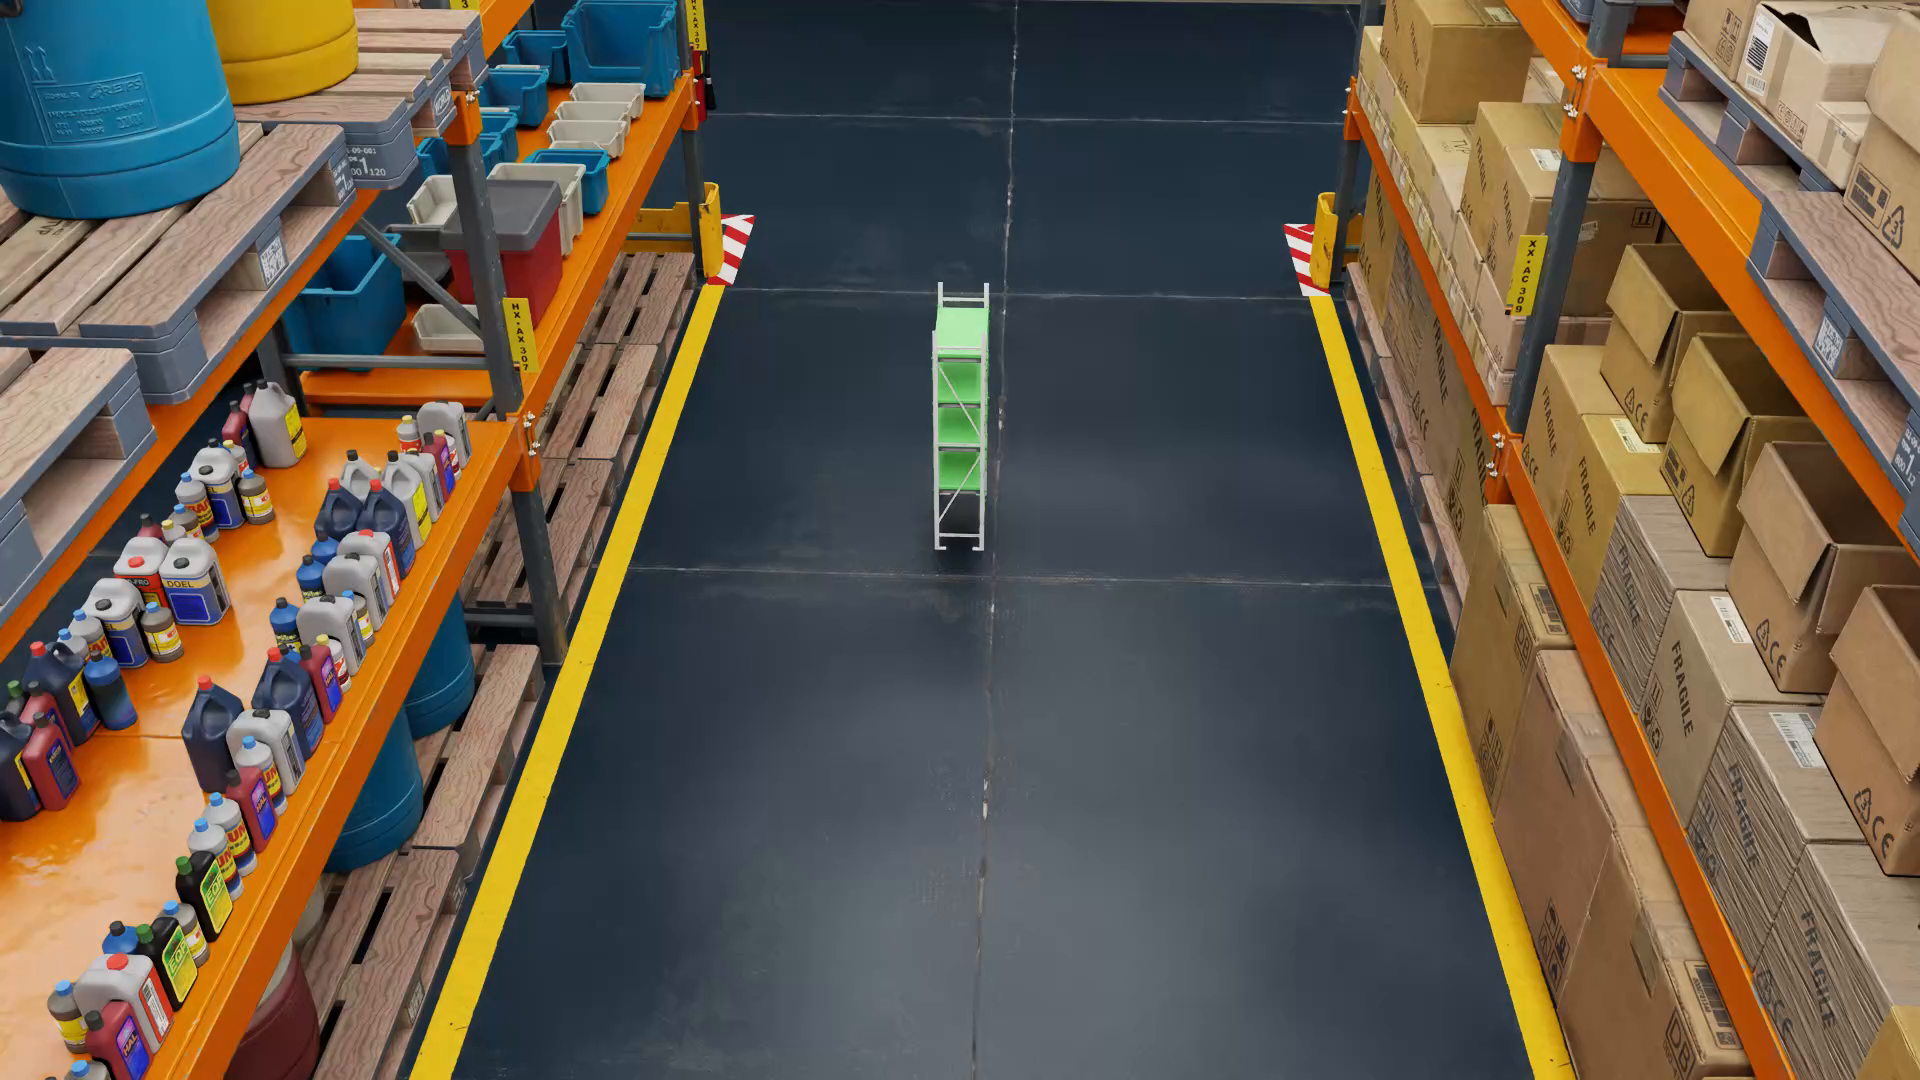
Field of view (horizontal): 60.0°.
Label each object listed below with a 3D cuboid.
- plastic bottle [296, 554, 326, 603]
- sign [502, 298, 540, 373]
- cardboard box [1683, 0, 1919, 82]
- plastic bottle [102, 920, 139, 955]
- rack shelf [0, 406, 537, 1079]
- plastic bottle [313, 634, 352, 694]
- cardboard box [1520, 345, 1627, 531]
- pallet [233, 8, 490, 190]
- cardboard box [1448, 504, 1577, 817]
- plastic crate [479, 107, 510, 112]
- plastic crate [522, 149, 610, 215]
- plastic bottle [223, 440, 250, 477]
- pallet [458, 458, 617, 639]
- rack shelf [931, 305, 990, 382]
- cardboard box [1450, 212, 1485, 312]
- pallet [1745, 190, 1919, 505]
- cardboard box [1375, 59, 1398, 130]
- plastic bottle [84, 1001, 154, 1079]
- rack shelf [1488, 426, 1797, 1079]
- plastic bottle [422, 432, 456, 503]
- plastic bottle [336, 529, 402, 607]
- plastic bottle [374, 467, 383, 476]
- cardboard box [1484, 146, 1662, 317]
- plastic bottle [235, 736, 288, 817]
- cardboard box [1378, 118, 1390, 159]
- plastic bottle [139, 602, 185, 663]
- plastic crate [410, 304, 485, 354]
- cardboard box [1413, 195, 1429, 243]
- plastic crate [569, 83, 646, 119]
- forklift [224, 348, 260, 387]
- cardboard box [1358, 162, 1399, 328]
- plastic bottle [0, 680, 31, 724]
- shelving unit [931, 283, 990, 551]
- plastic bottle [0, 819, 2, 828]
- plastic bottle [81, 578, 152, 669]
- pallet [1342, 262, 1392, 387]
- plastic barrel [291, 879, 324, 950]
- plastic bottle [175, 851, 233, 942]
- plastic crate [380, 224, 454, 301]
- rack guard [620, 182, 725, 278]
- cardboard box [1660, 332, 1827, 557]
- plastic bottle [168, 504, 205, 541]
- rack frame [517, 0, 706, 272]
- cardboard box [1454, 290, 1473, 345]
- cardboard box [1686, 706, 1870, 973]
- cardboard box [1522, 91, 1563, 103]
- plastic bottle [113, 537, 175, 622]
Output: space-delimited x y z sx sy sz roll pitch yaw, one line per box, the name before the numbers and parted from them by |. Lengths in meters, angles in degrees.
plastic bottle | -2.135 0.167 5.515 0.097 0.271 0.097 0 35 0
sign | -1.727 -0.804 6.544 0.100 0.325 0.005 1 35 2
cardboard box | 2.659 -1.696 4.994 0.700 0.500 0.500 2 35 3
plastic bottle | -2.107 1.072 4.228 0.097 0.271 0.097 0 35 0
rack shelf | -2.357 0.739 5.215 1.077 0.370 4.000 1 35 2
plastic bottle | -1.996 0.388 5.261 0.097 0.201 0.097 0 35 0
cardboard box | 2.404 -0.372 6.084 0.500 0.500 0.500 1 35 2
pallet | -2.210 -1.402 5.191 1.213 0.211 1.003 1 35 2
cardboard box | 2.667 0.476 6.447 1.225 0.875 0.875 1 35 2
plastic crate | -2.577 -2.213 8.967 0.250 0.136 0.298 1 35 2
plastic crate | -1.942 -1.773 8.257 0.416 0.233 0.300 1 35 2
plastic bottle | -2.709 -0.279 6.211 0.097 0.201 0.097 0 35 0
pallet | -2.285 0.013 8.048 1.003 0.211 1.213 1 35 2
rack shelf | 0.007 -0.926 7.801 0.258 0.148 0.480 1 35 2
cardboard box | 2.447 -1.207 7.231 0.500 0.250 0.500 2 35 3
pallet | 2.527 -0.455 3.845 1.003 0.211 1.213 3 35 4
cardboard box | 2.530 -2.380 8.899 0.500 0.250 0.500 1 35 1
plastic bottle | -2.038 1.213 4.017 0.061 0.283 0.133 1 35 2
rack shelf | 2.592 0.854 5.052 1.077 0.370 4.000 1 35 2
plastic bottle | -1.933 -0.289 6.153 0.061 0.283 0.133 1 35 2
plastic bottle | -2.004 0.080 5.635 0.152 0.276 0.135 1 35 2
plastic bottle | -2.109 -0.171 6.058 0.097 0.201 0.097 0 35 0
cardboard box | 2.424 -1.227 6.607 0.500 0.500 0.500 2 35 3
plastic bottle | -2.018 0.676 4.792 0.097 0.271 0.097 0 35 0
cardboard box | 2.461 -2.144 8.911 0.380 0.149 0.250 1 35 1
plastic bottle | -2.597 0.292 5.399 0.097 0.201 0.097 0 35 0
plastic crate | -2.115 -0.885 7.078 0.396 0.136 0.243 1 35 2
cardboard box | 2.420 -1.554 8.071 0.380 0.149 0.250 2 35 3
plastic crate | -1.967 -2.446 9.299 0.396 0.136 0.243 1 35 2
forklift | -4.772 -1.968 8.501 1.130 2.935 3.031 14 37 19
cardboard box | 2.888 -1.821 9.715 0.875 0.875 0.875 1 35 2
plastic bottle | -2.788 0.560 4.946 0.061 0.283 0.133 1 35 2
shelving unit | 0.007 -0.586 8.040 0.258 1.200 0.503 1 35 2
plastic bottle | -2.801 0.743 4.686 0.061 0.283 0.133 1 35 2
plastic bottle | -2.722 0.269 5.367 0.152 0.276 0.135 1 35 2
pallet | 2.879 -1.286 9.896 1.003 0.211 1.213 1 35 2
plastic barrel | -2.456 1.183 5.756 0.421 0.512 0.421 0 35 0
plastic bottle | -2.018 0.926 4.425 0.061 0.283 0.133 1 35 2
plastic crate | -2.500 -1.266 7.629 0.437 0.125 0.590 1 35 2
rack guard | -2.128 -1.994 10.652 1.175 0.500 0.348 1 35 2
cardboard box | 2.616 -0.280 5.080 0.797 0.503 0.637 2 35 2
plastic bottle | -2.726 -0.034 5.862 0.097 0.201 0.097 0 35 0
rack frame | -2.116 -3.002 9.913 1.000 3.000 0.127 1 35 2
cardboard box | 2.378 -0.965 7.233 0.380 0.149 0.250 1 35 1
cardboard box | 2.328 0.793 4.425 0.500 0.500 0.500 0 35 0
cardboard box | 3.038 -2.080 8.473 0.500 0.250 0.500 0 35 0
plastic bottle | -2.713 0.136 5.556 0.152 0.276 0.135 1 35 2
